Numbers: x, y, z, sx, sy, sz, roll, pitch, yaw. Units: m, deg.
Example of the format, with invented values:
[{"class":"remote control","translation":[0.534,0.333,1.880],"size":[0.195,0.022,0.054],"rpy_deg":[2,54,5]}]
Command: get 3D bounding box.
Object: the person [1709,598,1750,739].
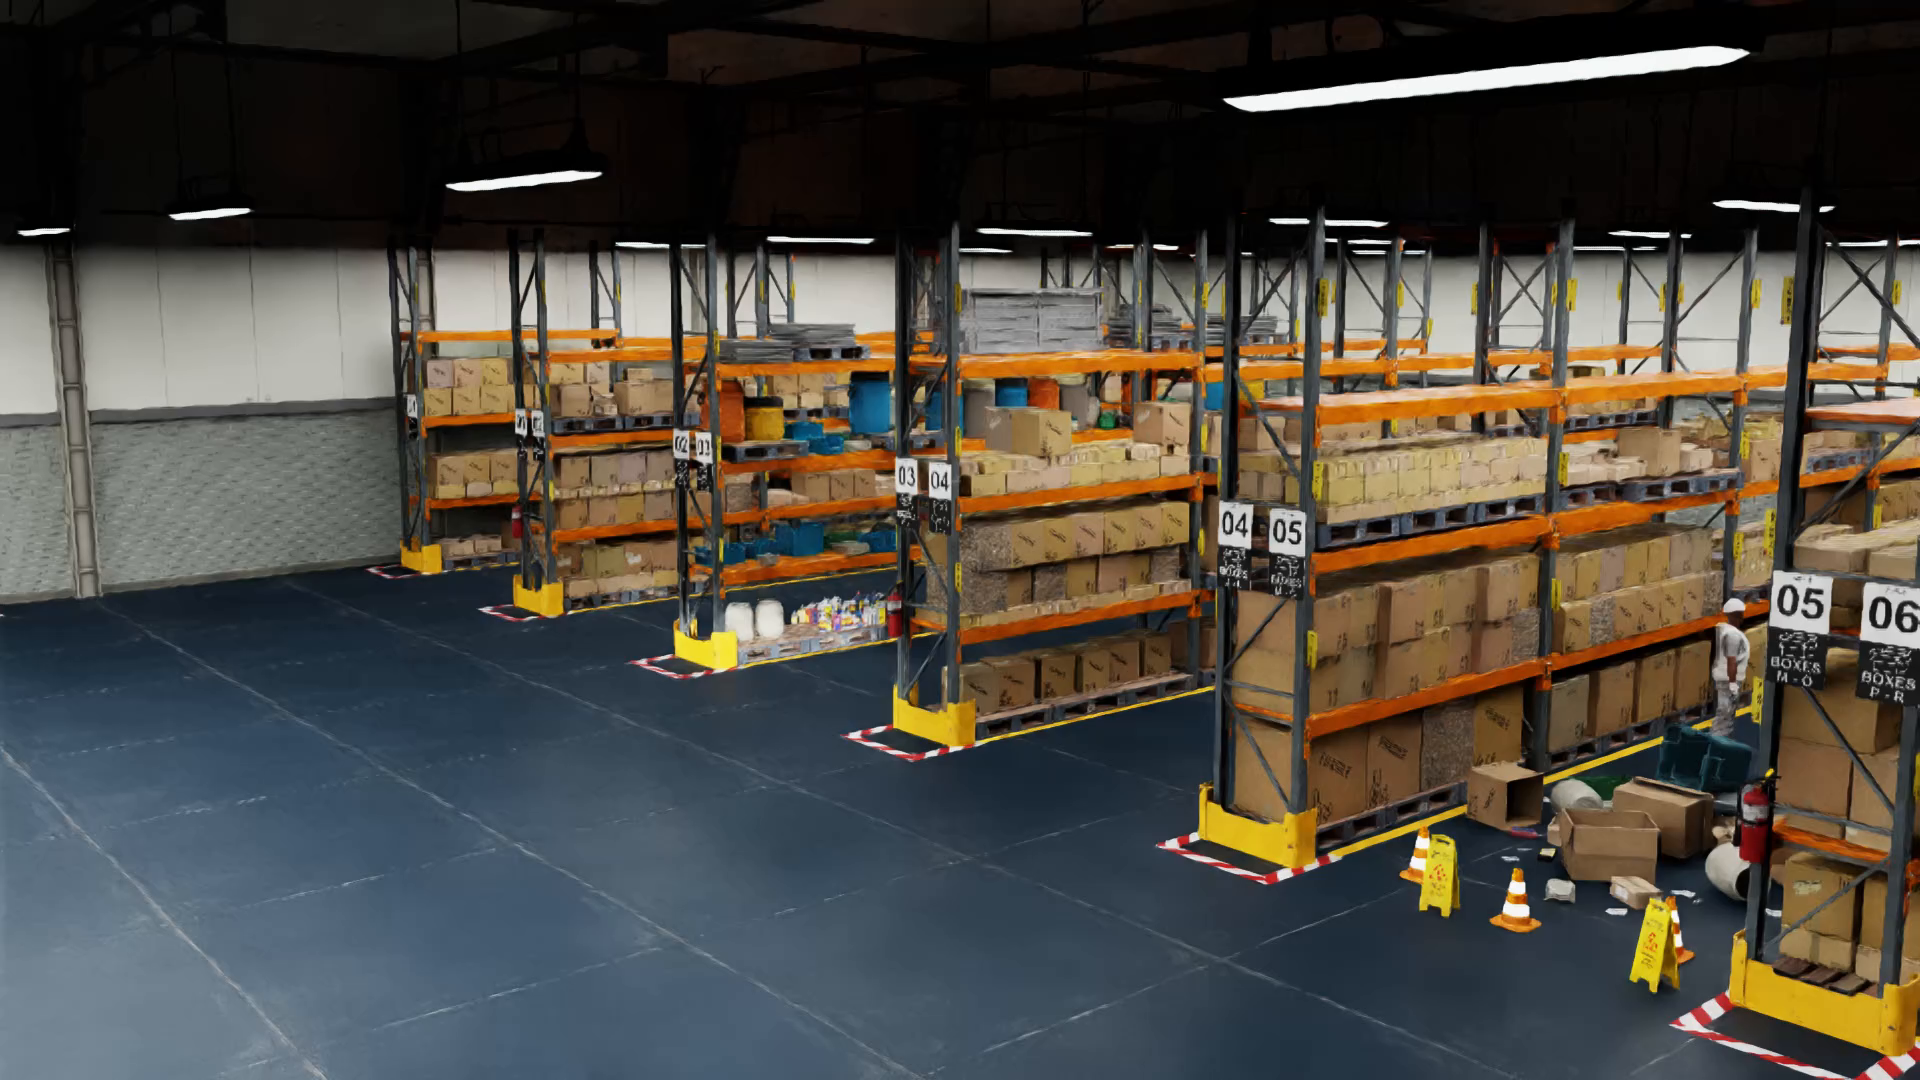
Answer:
[{"class":"person","translation":[8.386,1.513,18.021],"size":[0.457,1.783,0.618],"rpy_deg":[3,9,20]}]
